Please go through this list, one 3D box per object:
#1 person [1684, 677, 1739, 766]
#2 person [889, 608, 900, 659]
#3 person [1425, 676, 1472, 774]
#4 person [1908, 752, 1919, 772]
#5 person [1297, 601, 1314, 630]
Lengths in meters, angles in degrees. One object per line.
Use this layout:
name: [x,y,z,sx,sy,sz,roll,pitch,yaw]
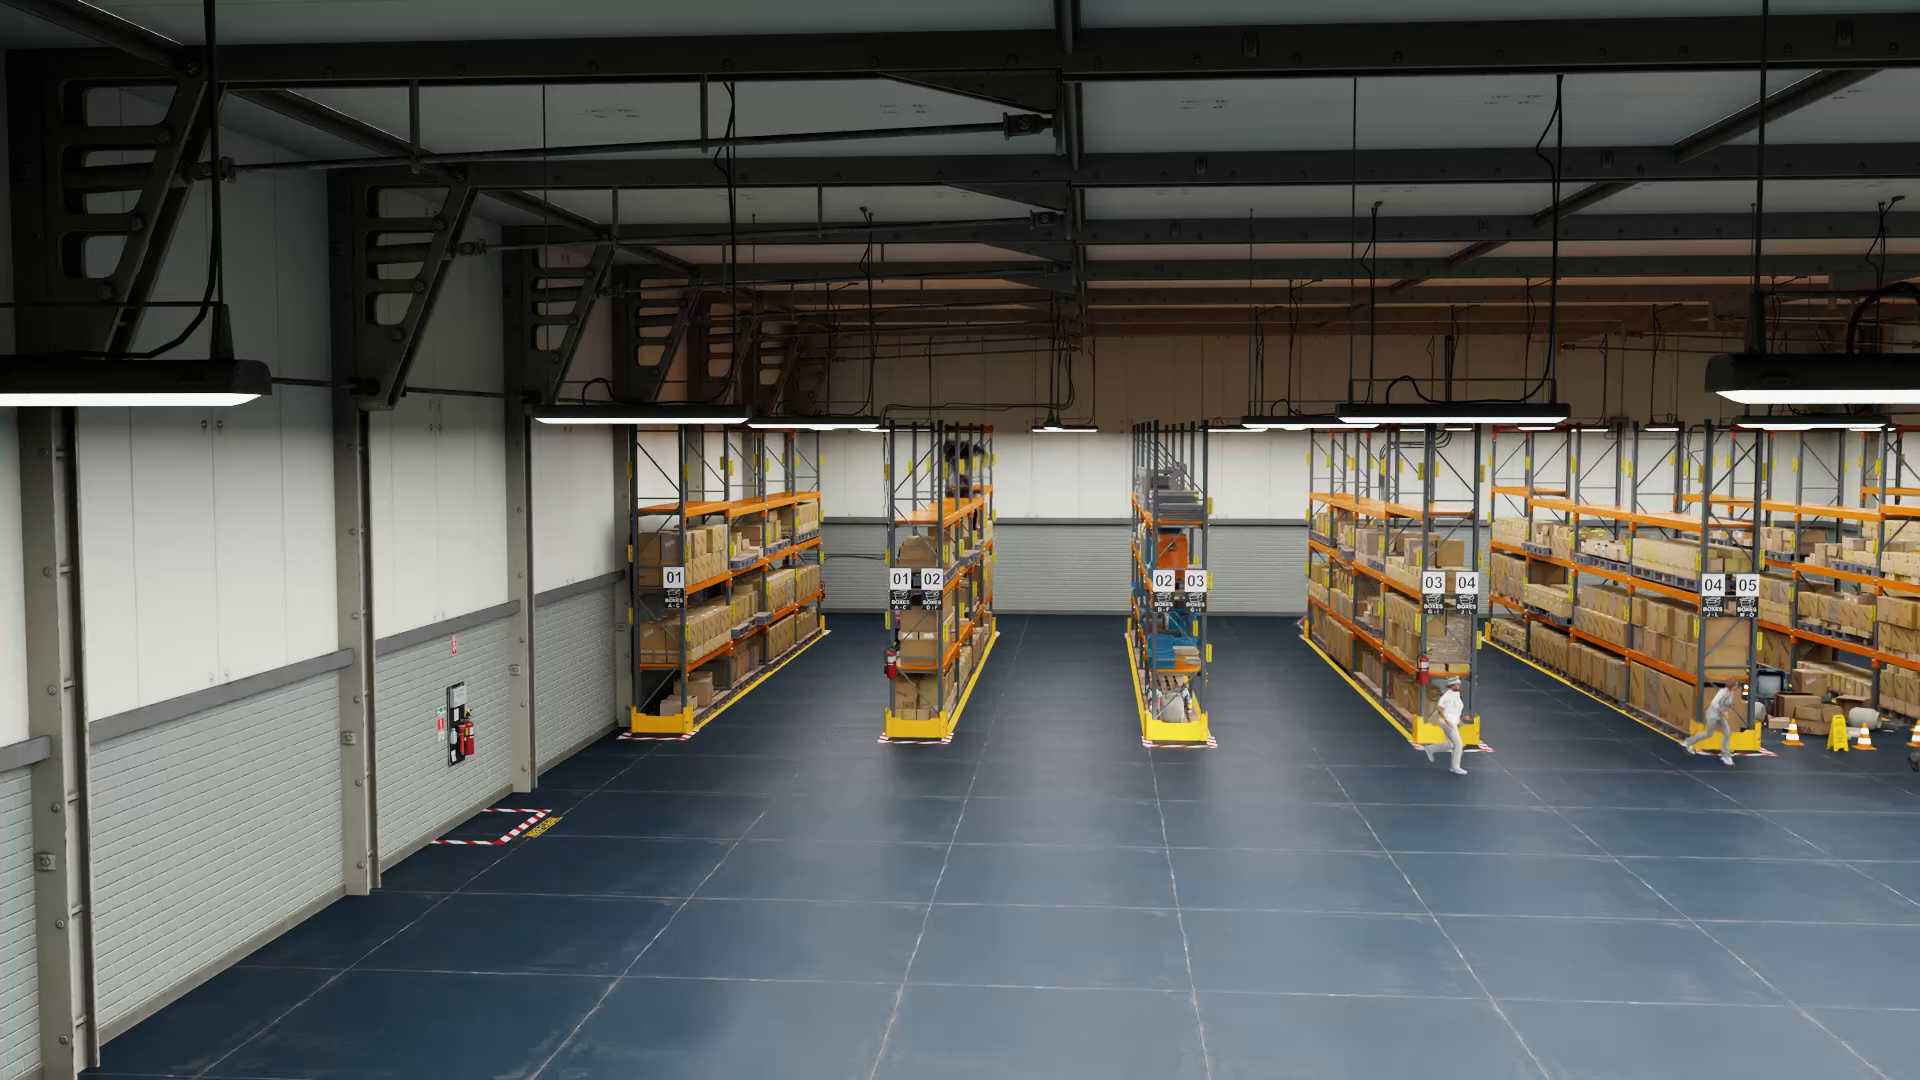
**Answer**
person: [13.156,3.135,29.120,0.571,1.548,0.914,-4,5,-45]
person: [-1.603,2.254,42.186,0.525,1.611,0.820,0,4,6]
person: [8.258,3.116,28.267,0.780,1.668,0.560,3,4,35]
person: [16.007,3.195,27.222,0.662,1.674,0.896,-2,4,-33]
person: [10.213,1.826,47.973,0.959,1.652,0.583,2,4,28]
